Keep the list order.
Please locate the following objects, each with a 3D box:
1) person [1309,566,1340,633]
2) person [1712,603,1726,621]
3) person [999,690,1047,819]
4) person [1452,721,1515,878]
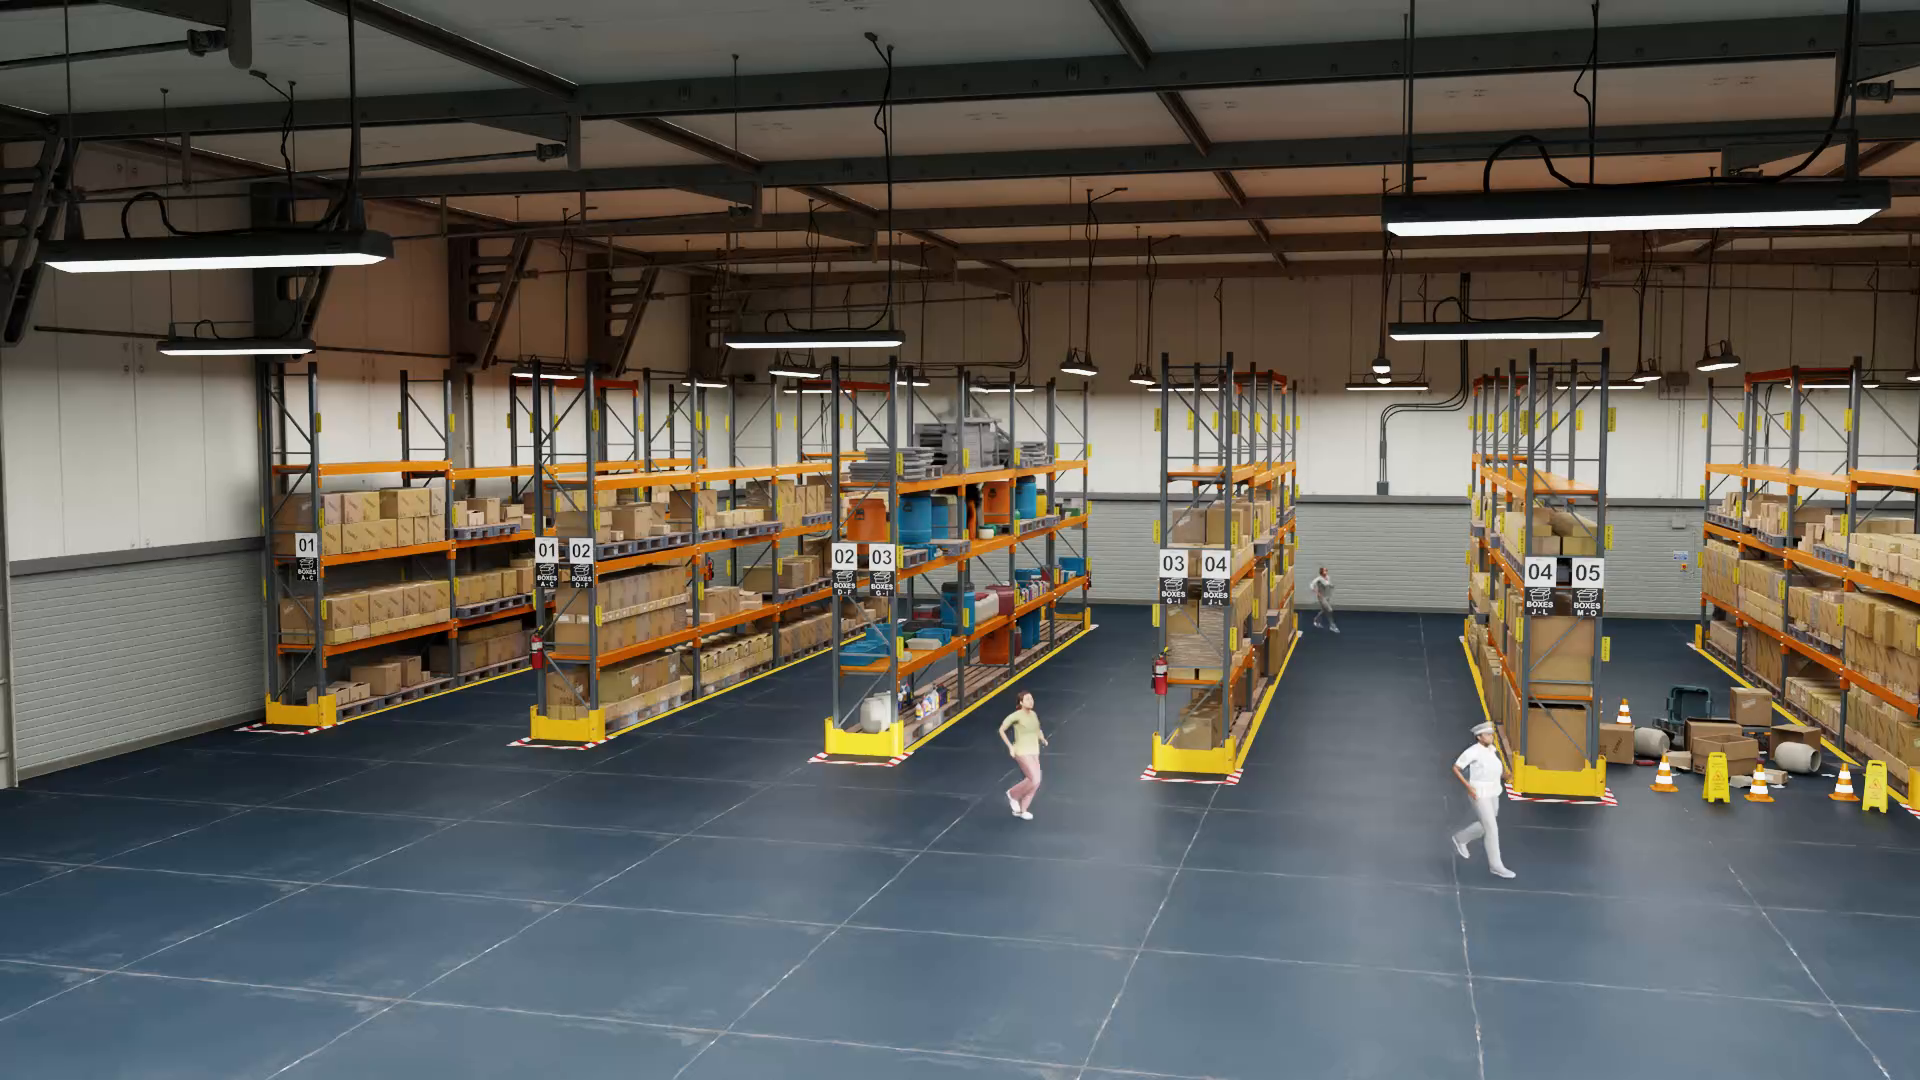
[{"bbox_3d":[8.665,1.418,39.745,0.566,1.595,0.755,-4,6,-43],"label":"person"},{"bbox_3d":[17.395,1.485,38.106,0.762,1.677,0.847,-4,6,-44],"label":"person"},{"bbox_3d":[0.862,2.713,20.989,0.527,1.629,0.582,4,6,44],"label":"person"},{"bbox_3d":[5.830,2.842,18.524,0.583,1.674,0.904,-3,5,-35],"label":"person"}]
